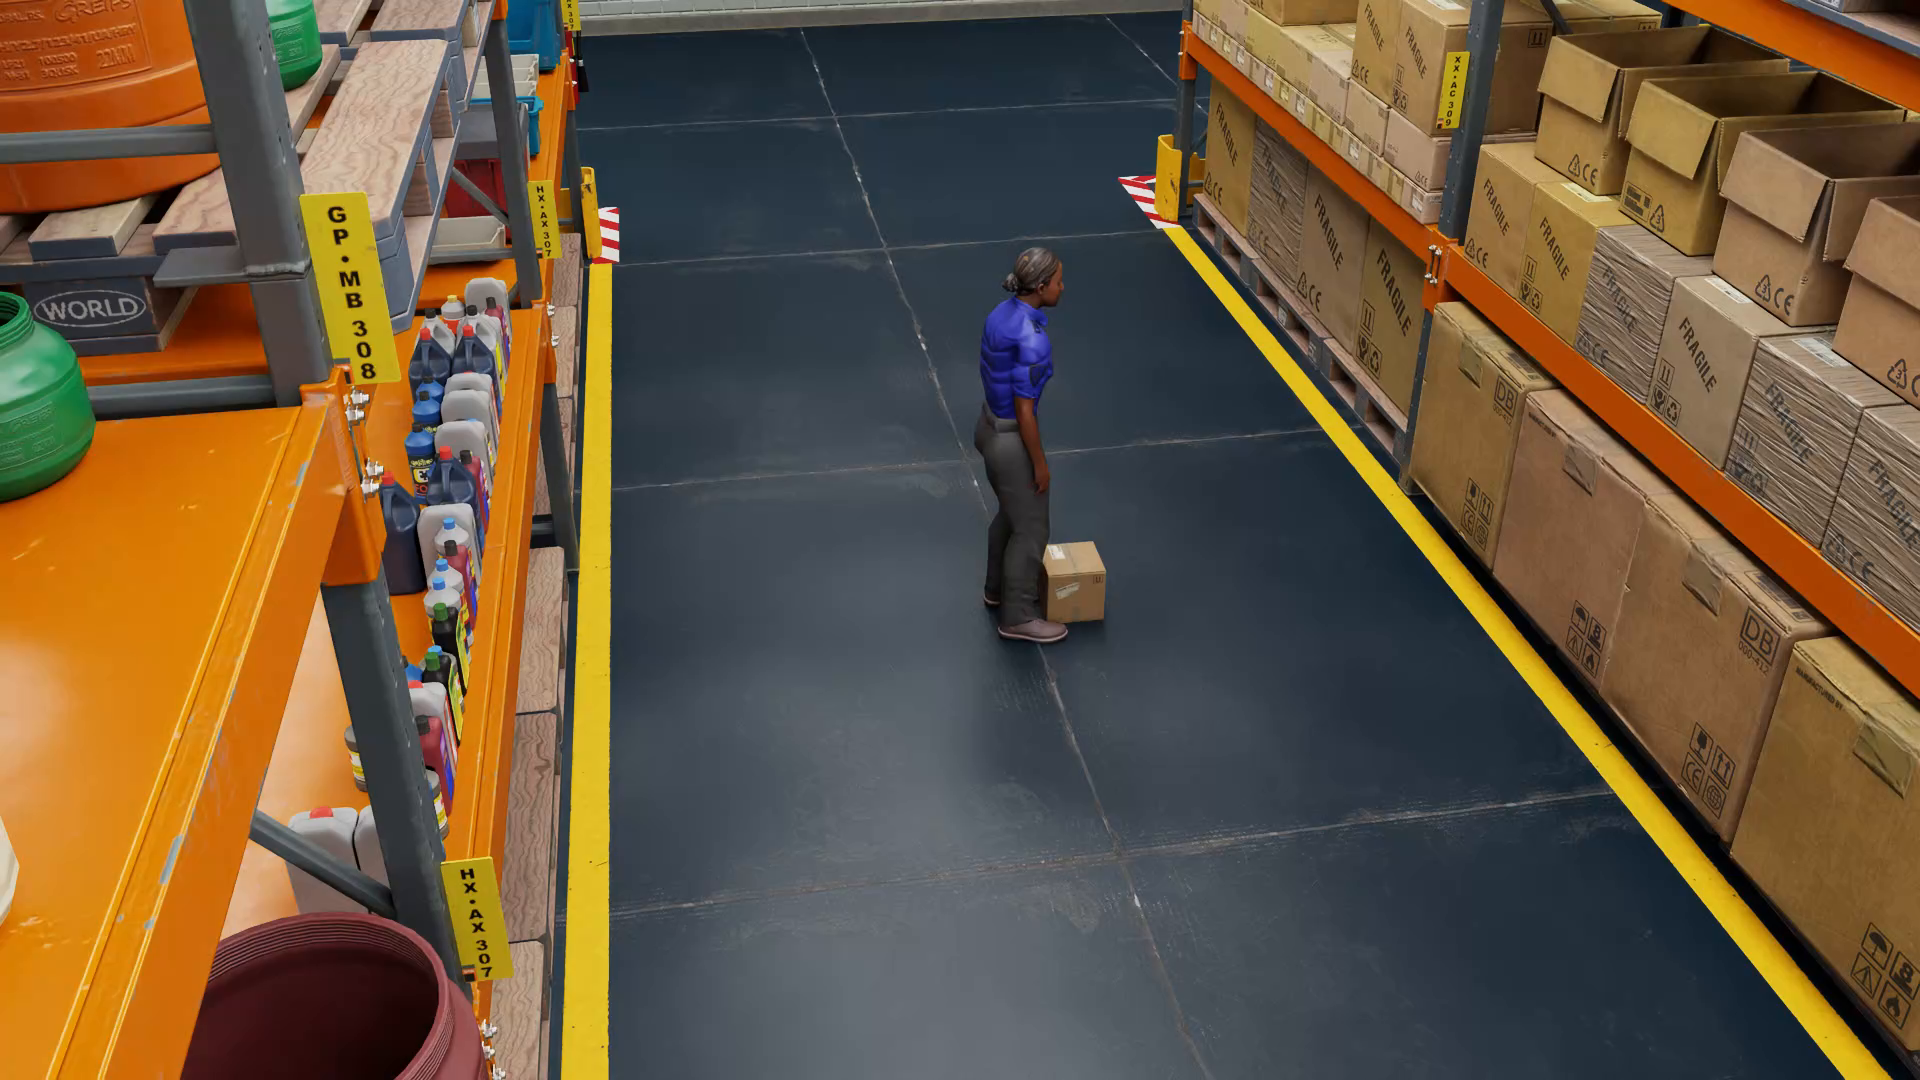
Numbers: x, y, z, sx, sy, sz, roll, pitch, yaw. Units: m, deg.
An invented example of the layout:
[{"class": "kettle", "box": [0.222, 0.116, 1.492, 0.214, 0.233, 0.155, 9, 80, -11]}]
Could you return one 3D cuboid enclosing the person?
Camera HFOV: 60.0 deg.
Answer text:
[{"class": "person", "box": [0.248, -0.392, 6.793, 0.352, 1.654, 0.530, -7, 32, -12]}]
